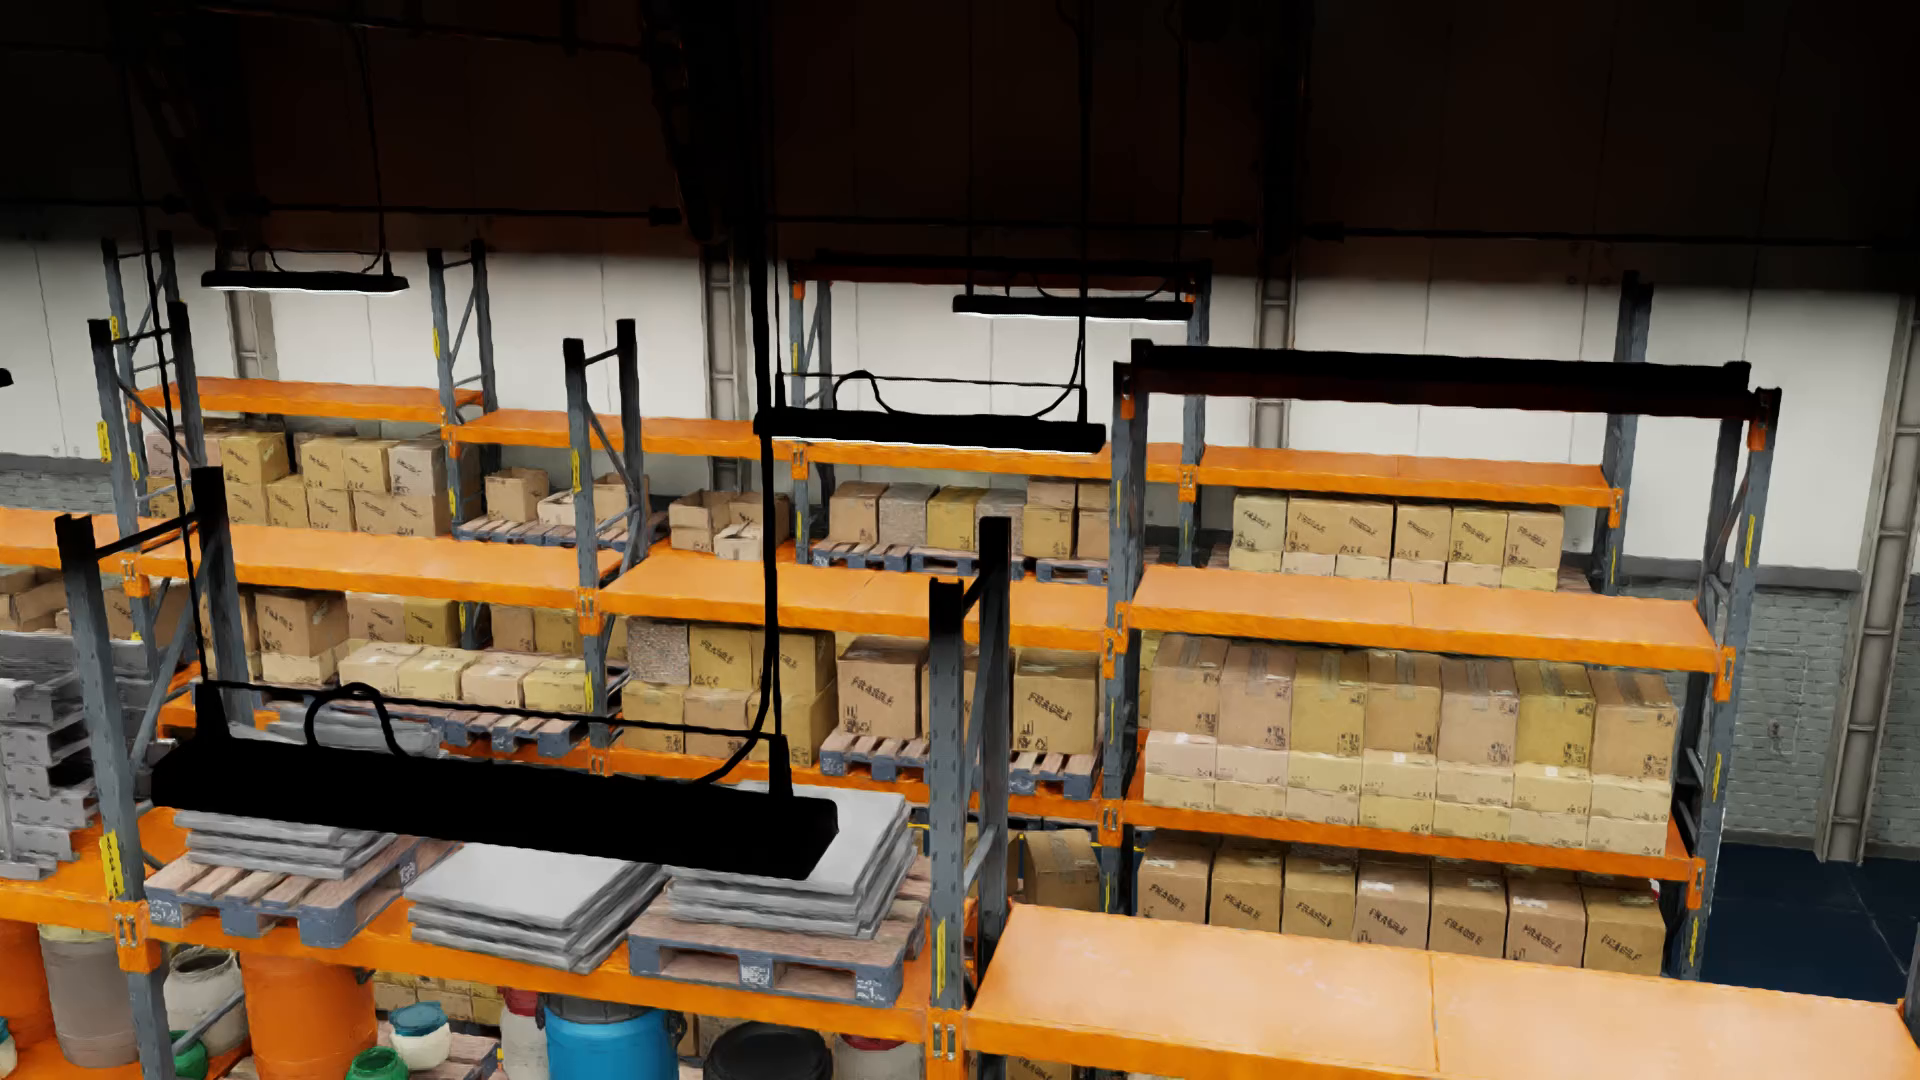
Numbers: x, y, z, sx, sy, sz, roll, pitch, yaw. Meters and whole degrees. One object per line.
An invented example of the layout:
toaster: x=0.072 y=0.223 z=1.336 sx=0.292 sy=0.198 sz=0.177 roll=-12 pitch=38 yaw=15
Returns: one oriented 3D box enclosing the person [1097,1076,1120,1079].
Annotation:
person: x=1.059 y=4.249 z=11.094 sx=1.032 sy=1.517 sz=0.417 roll=5 pitch=17 yaw=15
